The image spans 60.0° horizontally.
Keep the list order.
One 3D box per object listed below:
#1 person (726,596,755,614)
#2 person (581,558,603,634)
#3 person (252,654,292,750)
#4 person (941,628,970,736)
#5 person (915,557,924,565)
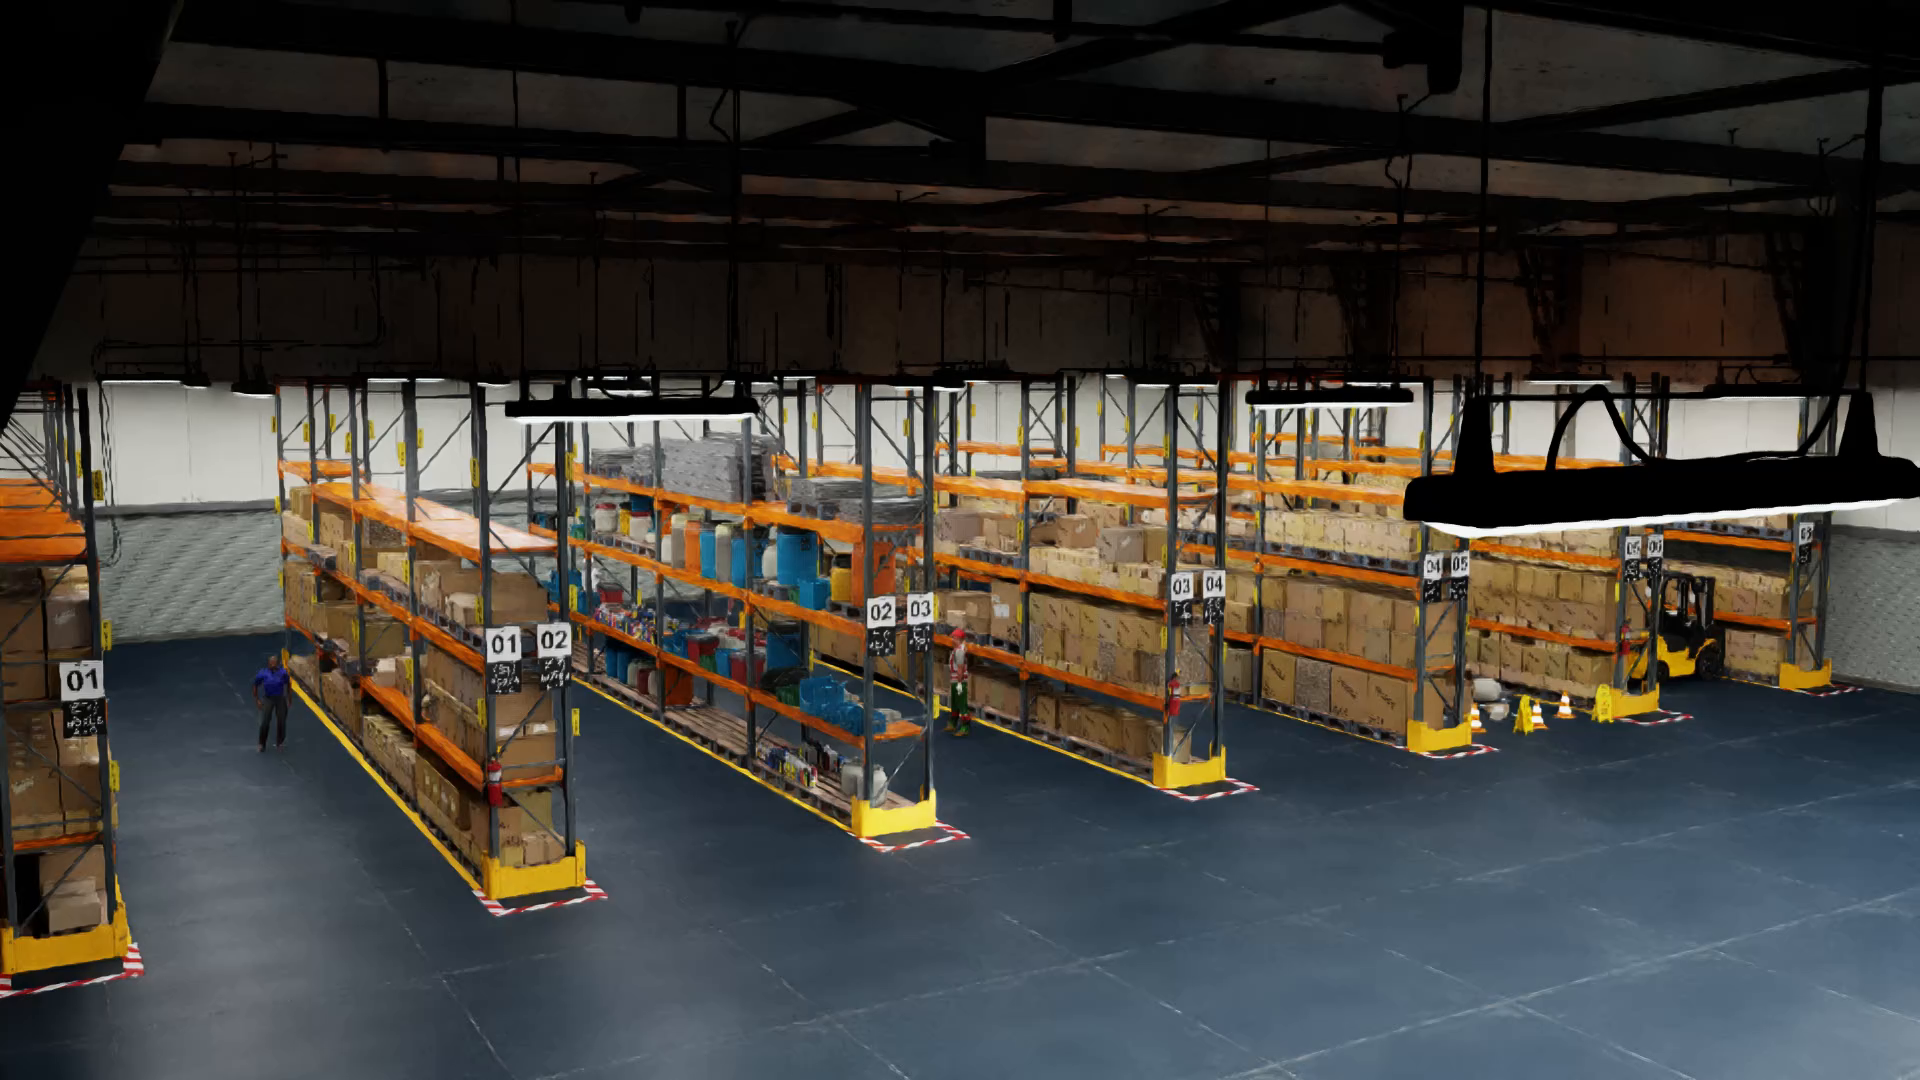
[{"bbox_3d":[-5.388,1.042,40.977,0.811,1.604,0.623,6,8,41],"label":"person"},{"bbox_3d":[-8.502,1.241,38.528,0.639,1.784,0.502,3,7,24],"label":"person"},{"bbox_3d":[-11.092,2.608,26.849,0.592,1.604,0.513,-4,7,-32],"label":"person"},{"bbox_3d":[-0.075,2.372,27.942,0.494,1.786,0.606,0,6,-1],"label":"person"},{"bbox_3d":[-0.879,0.862,42.505,0.519,1.665,0.550,1,6,7],"label":"person"}]
